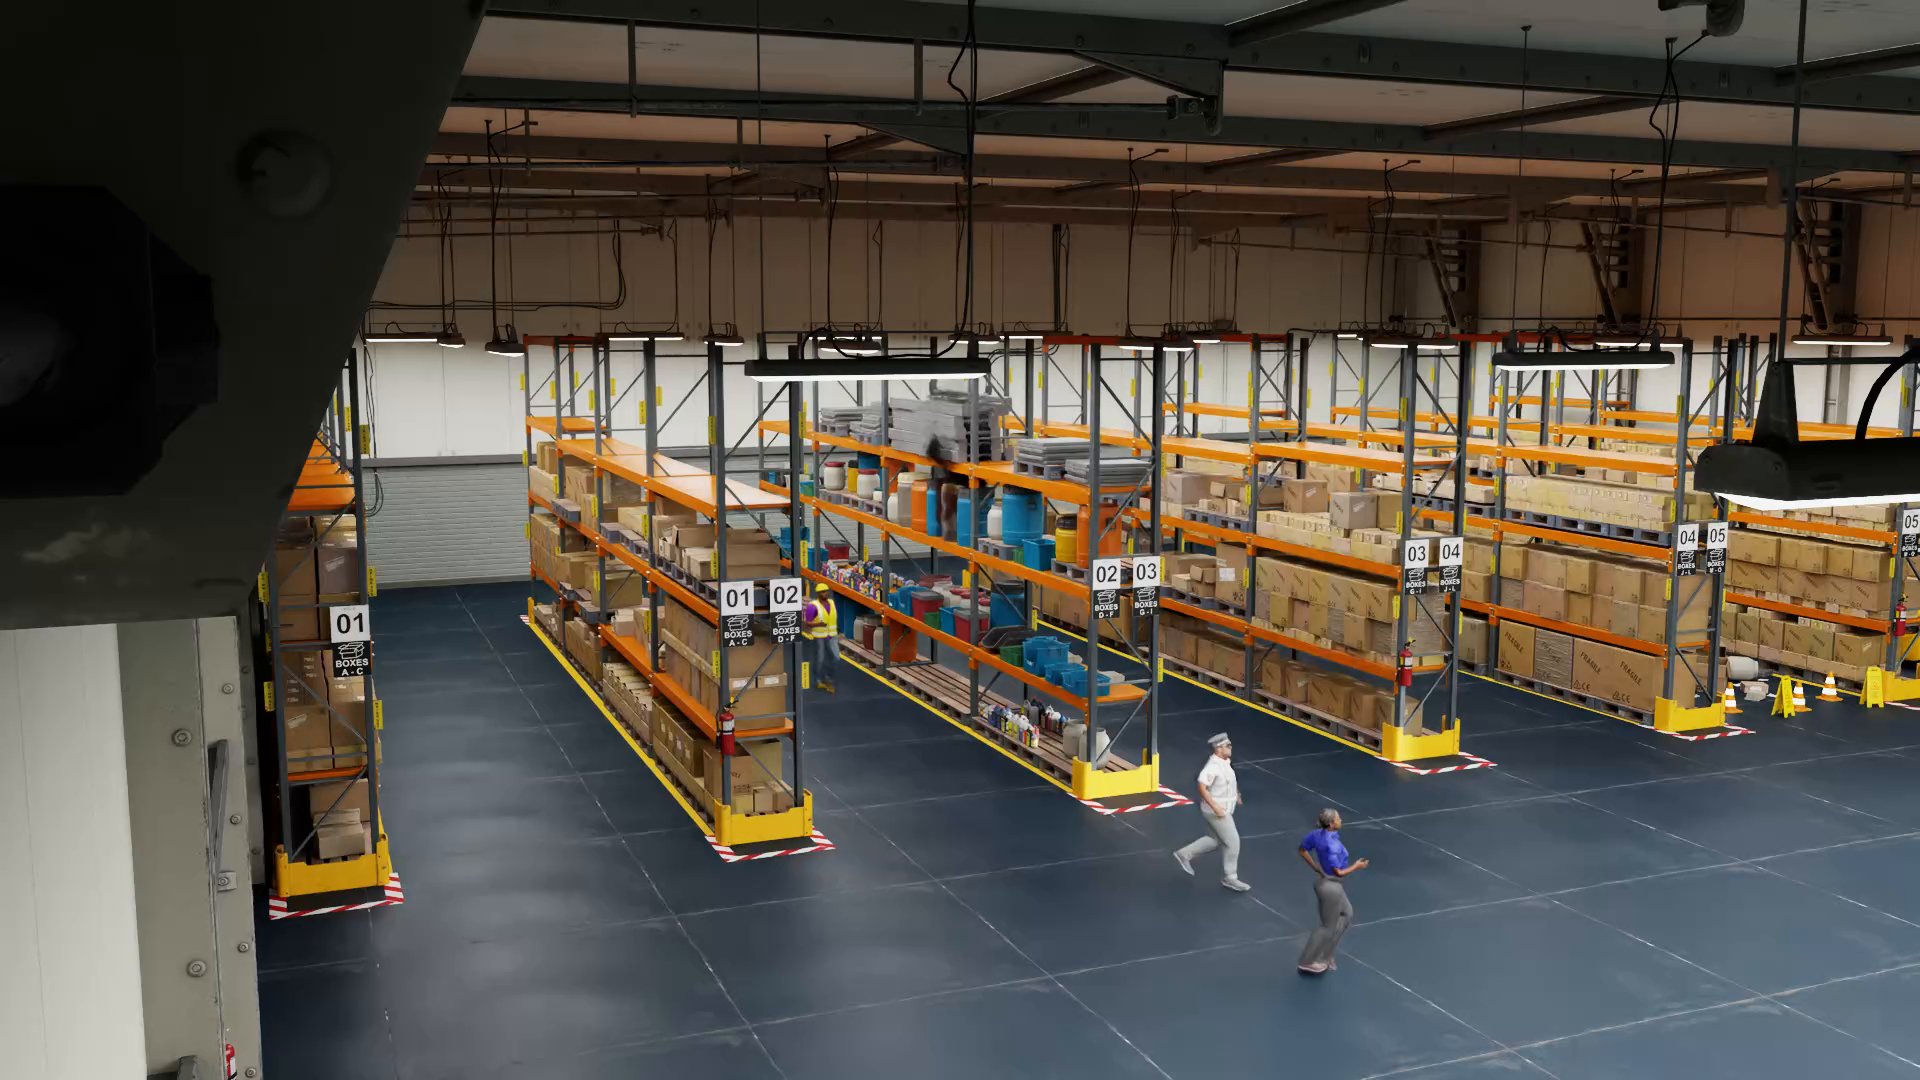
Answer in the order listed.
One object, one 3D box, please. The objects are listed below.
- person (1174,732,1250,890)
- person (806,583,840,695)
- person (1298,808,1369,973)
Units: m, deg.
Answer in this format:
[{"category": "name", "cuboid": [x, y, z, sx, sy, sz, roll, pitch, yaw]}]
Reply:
[{"category": "person", "cuboid": [2.828, 3.011, 18.587, 0.868, 1.784, 0.675, 1, 8, 11]}, {"category": "person", "cuboid": [-2.167, 1.614, 26.985, 0.677, 1.834, 0.651, -5, 9, -32]}, {"category": "person", "cuboid": [3.597, 3.405, 16.077, 0.660, 1.671, 0.555, -1, 8, -4]}]
